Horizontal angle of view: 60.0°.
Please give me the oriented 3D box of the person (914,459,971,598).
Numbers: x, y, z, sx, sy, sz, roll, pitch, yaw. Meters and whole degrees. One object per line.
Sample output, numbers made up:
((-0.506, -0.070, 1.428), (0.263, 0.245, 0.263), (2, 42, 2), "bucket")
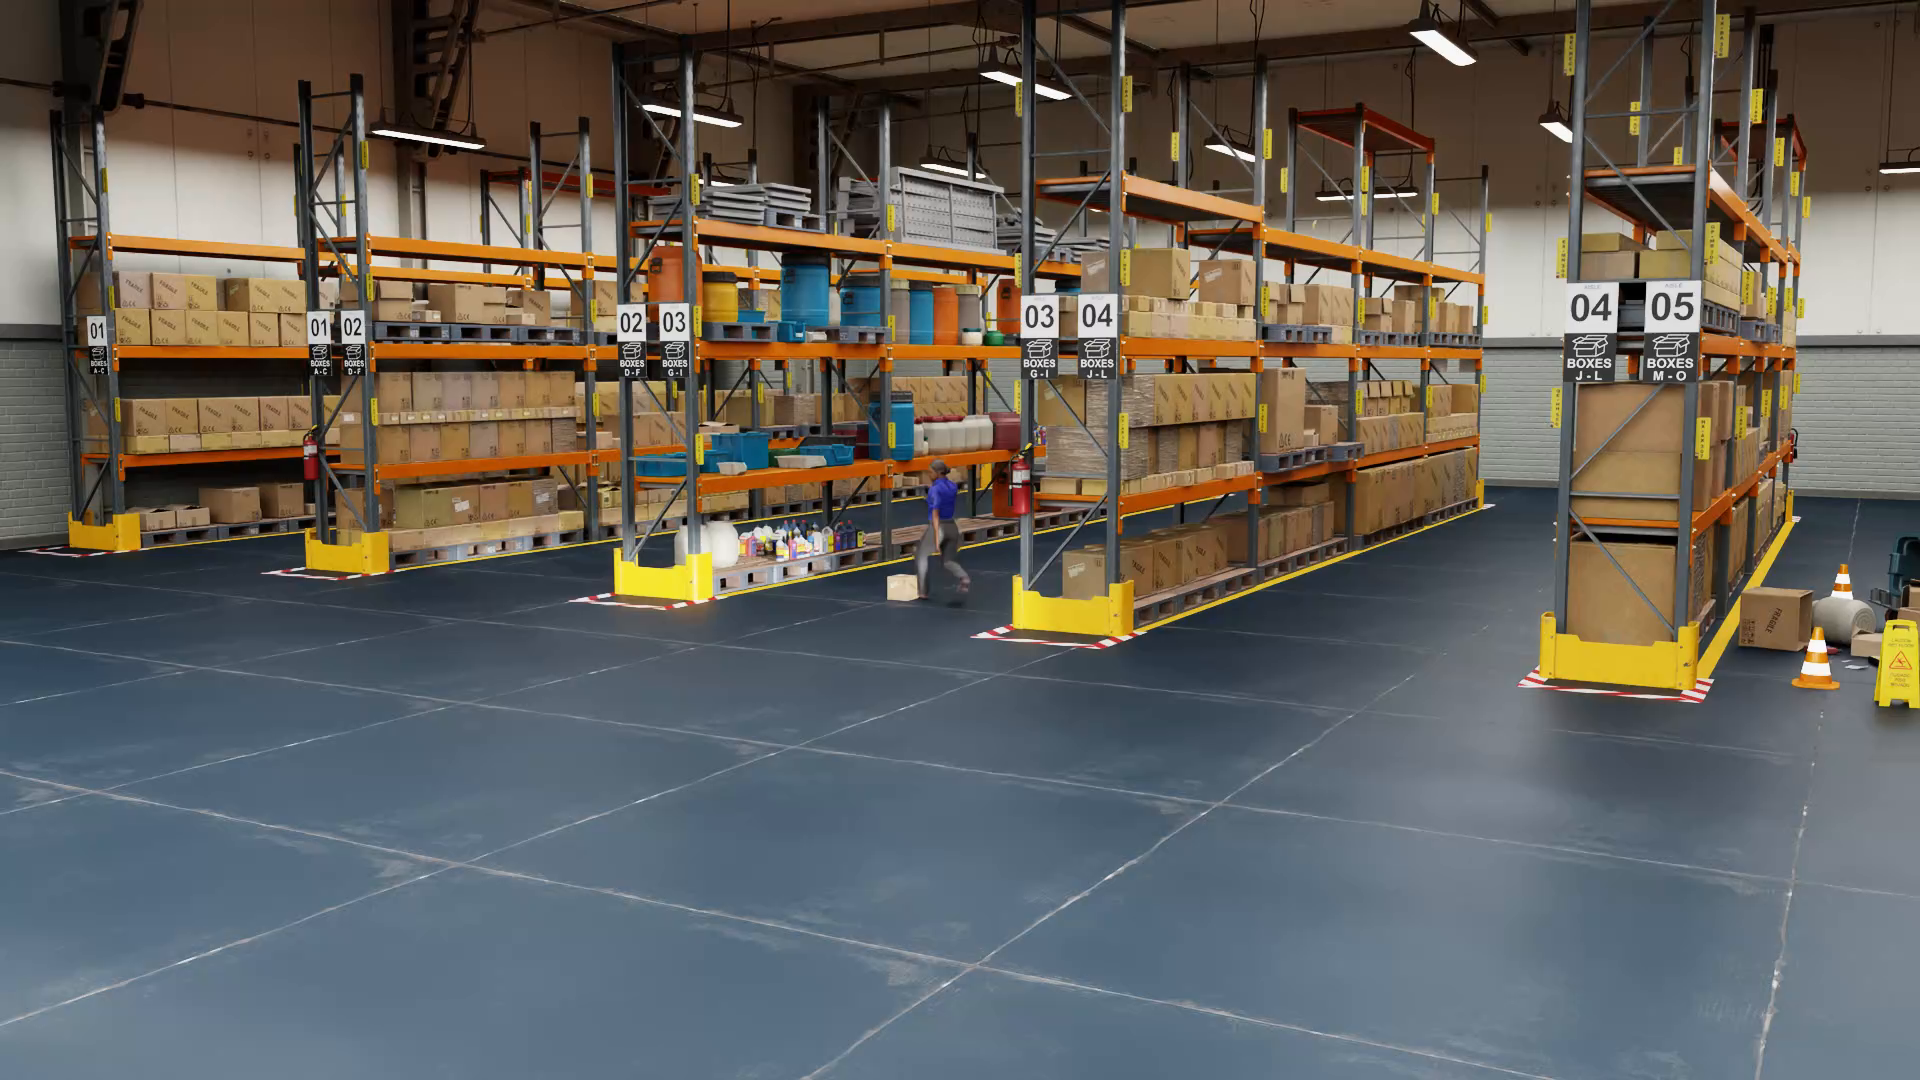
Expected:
((-0.252, -0.114, 17.914), (0.427, 1.541, 0.958), (-5, 8, -40), "person")
